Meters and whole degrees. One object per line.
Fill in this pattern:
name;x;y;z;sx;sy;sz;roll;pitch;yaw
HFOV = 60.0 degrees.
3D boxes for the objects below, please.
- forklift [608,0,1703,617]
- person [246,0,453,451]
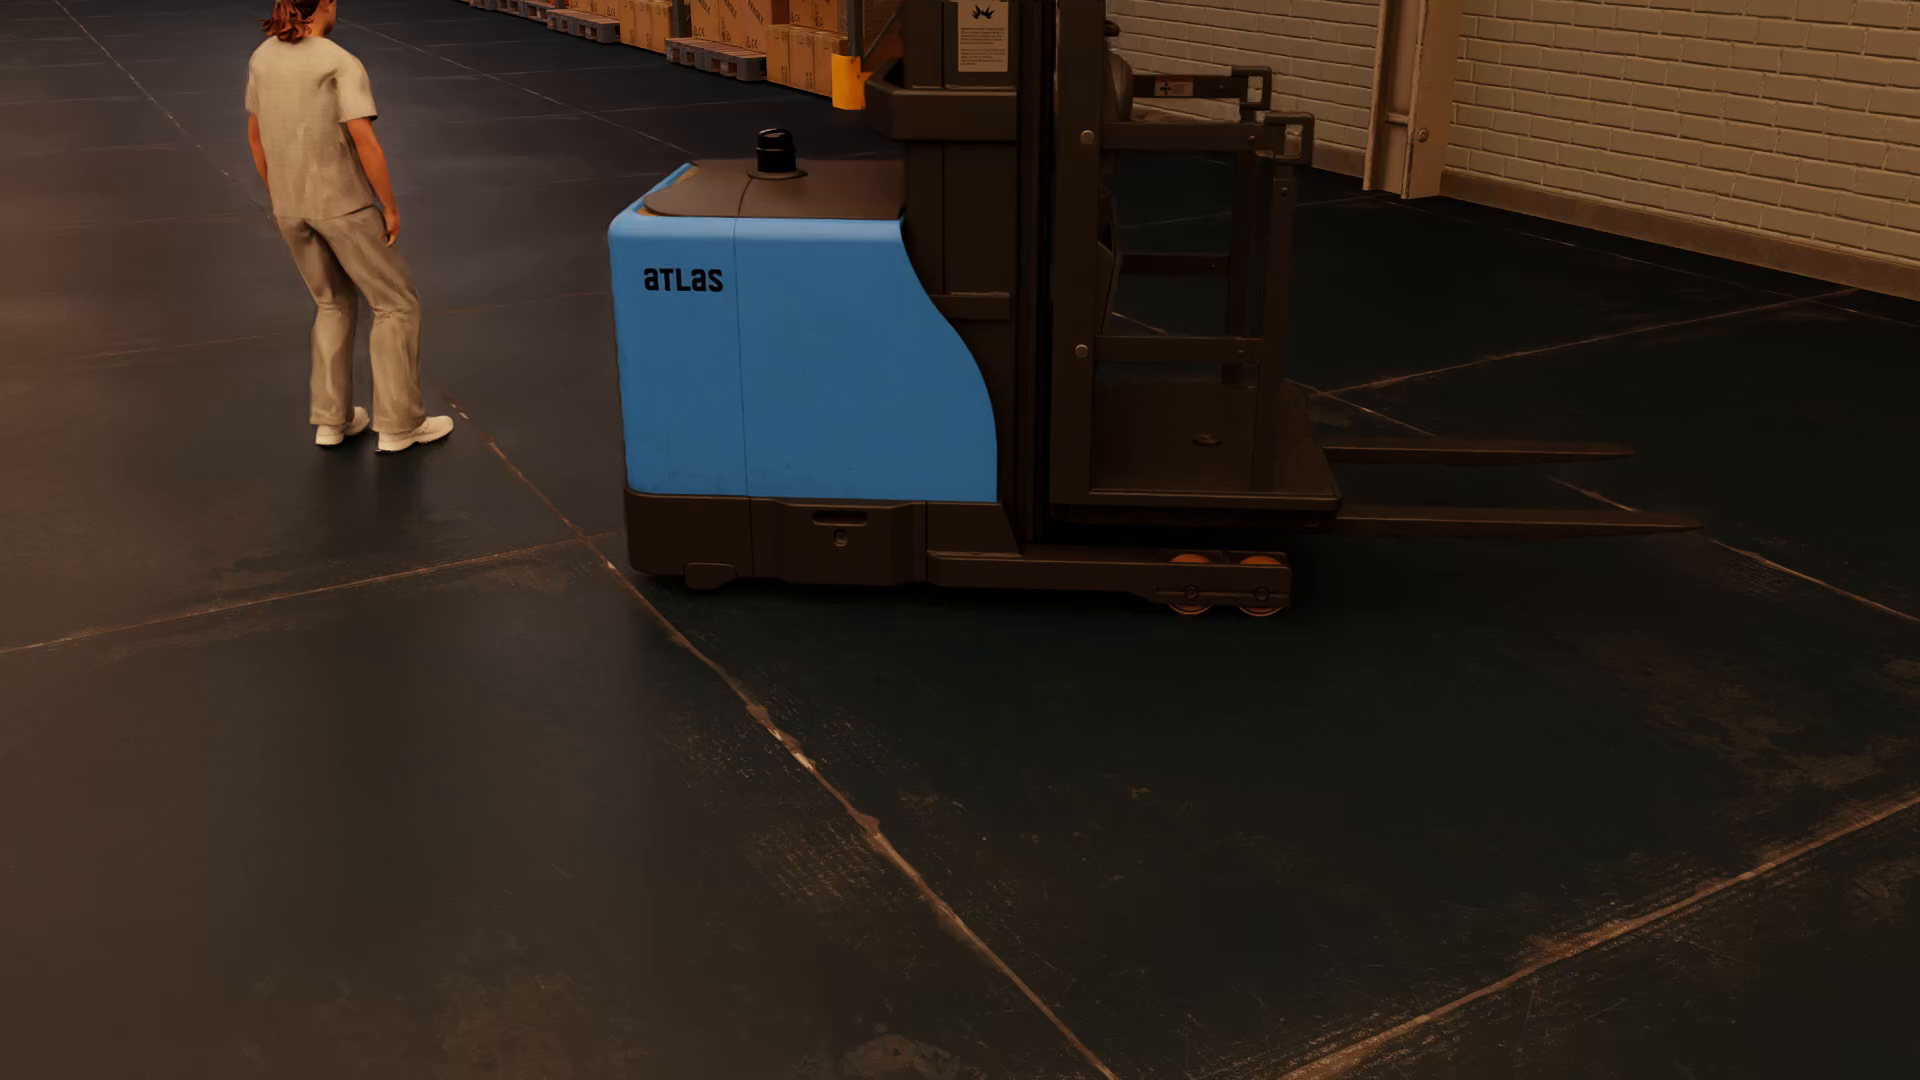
forklift;0.587;-1.352;4.569;3.031;2.935;1.130;1;22;4
person;-2.154;-1.135;5.723;0.543;1.658;0.352;7;23;17
